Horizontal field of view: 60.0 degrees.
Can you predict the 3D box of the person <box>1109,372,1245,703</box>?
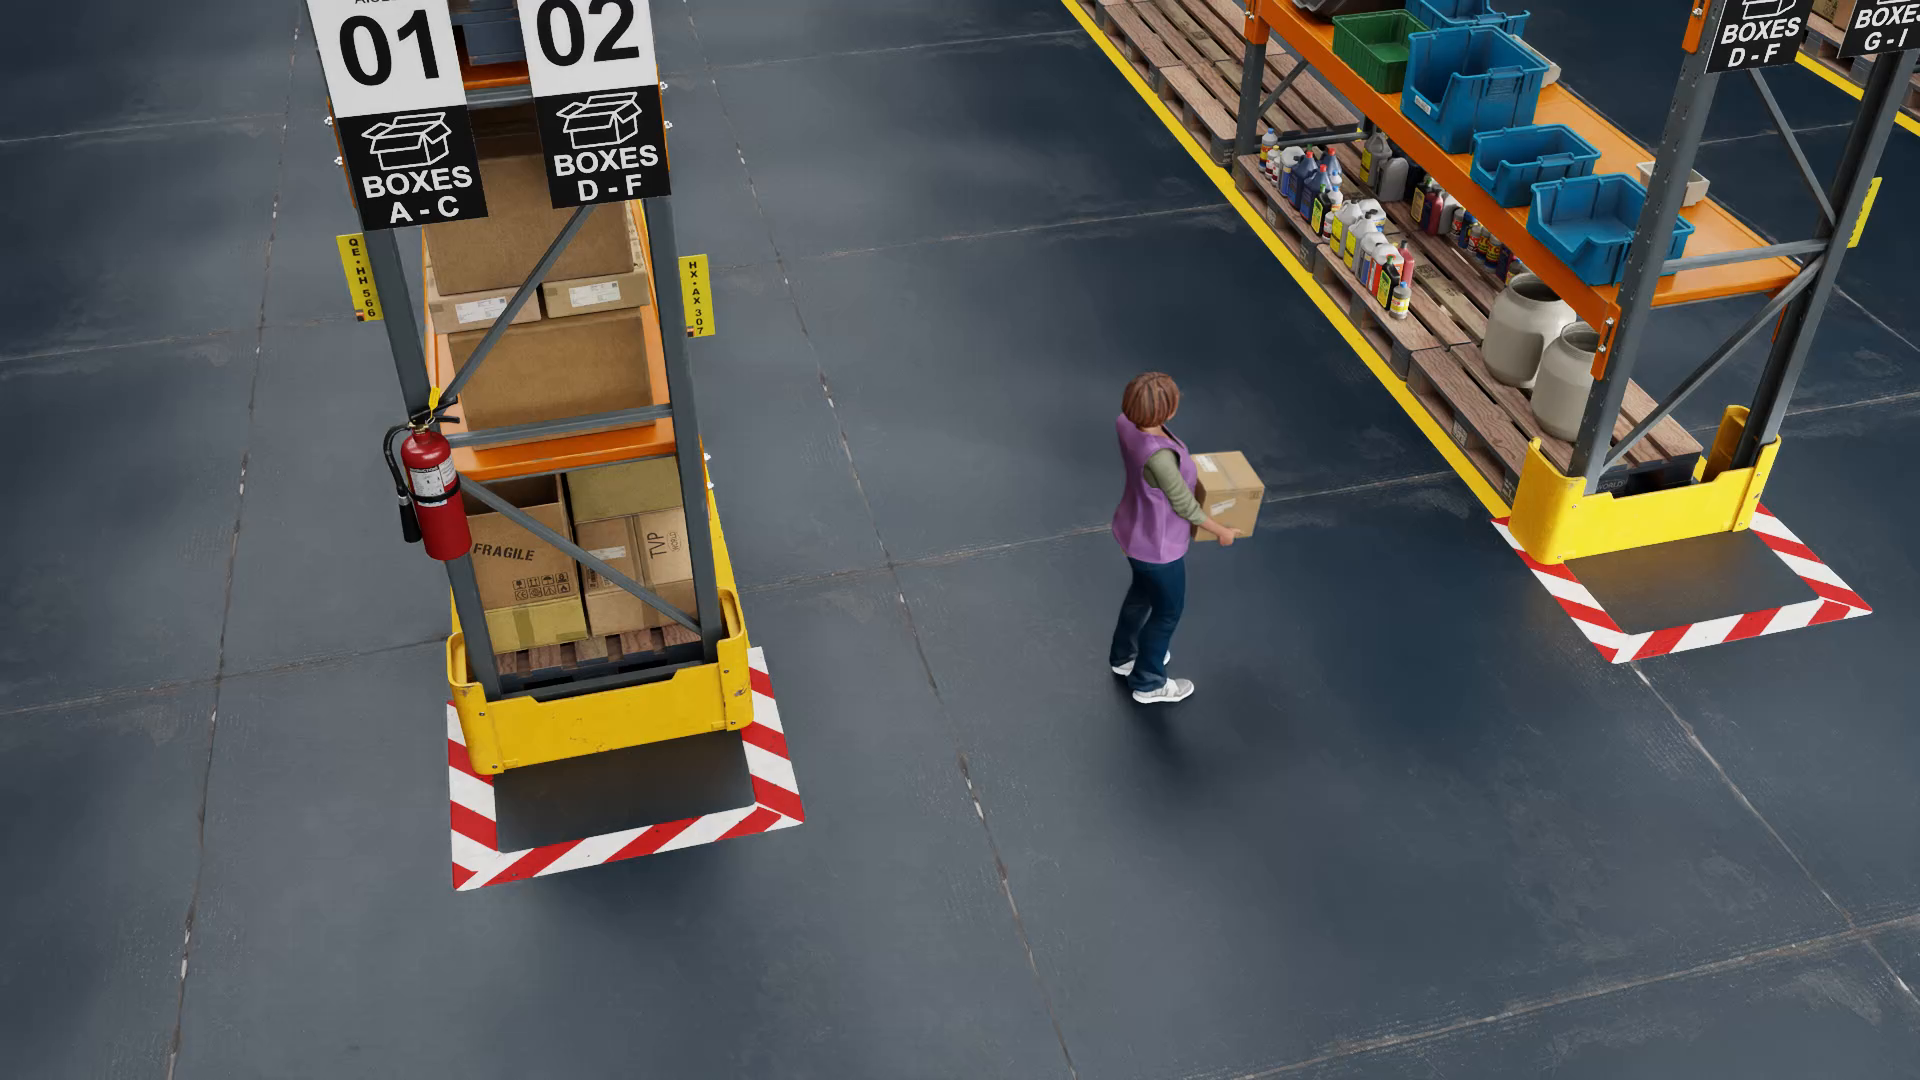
[{"bbox_3d":[0.859,-0.015,6.743,0.498,1.589,0.408,-9,40,-12],"label":"person"}]
